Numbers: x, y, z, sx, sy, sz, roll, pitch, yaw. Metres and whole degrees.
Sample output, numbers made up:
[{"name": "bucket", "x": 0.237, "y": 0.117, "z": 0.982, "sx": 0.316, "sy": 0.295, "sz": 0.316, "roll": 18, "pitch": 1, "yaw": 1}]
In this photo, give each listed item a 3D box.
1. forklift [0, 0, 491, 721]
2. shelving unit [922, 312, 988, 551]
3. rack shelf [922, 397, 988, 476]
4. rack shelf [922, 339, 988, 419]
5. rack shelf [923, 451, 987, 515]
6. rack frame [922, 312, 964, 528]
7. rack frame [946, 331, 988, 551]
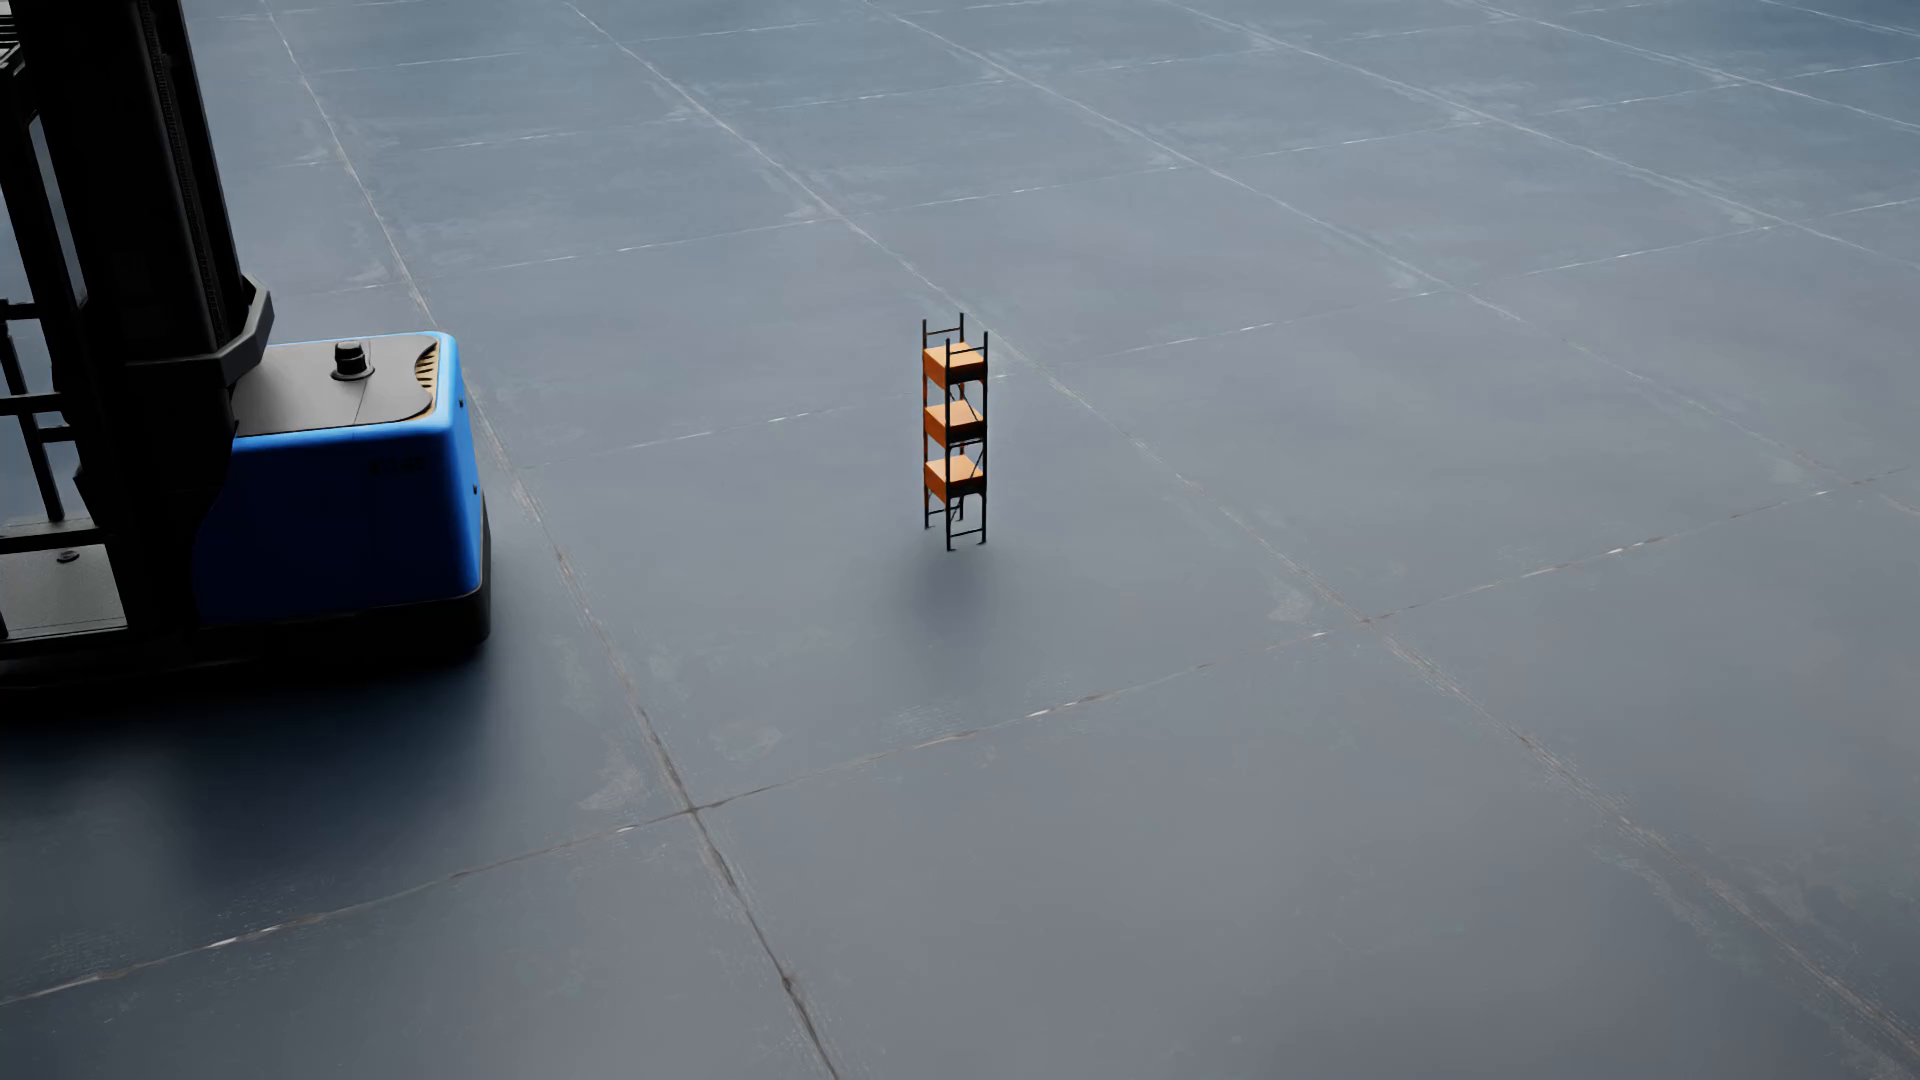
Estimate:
[{"name": "forklift", "x": -3.527, "y": -0.857, "z": 6.281, "sx": 3.031, "sy": 2.935, "sz": 1.130, "roll": -7, "pitch": 30, "yaw": -12}, {"name": "shelving unit", "x": -0.023, "y": -0.482, "z": 7.535, "sx": 0.215, "sy": 1.050, "sz": 0.252, "roll": -13, "pitch": 32, "yaw": -22}, {"name": "rack shelf", "x": -0.023, "y": -0.472, "z": 7.541, "sx": 0.215, "sy": 0.259, "sz": 0.240, "roll": -13, "pitch": 32, "yaw": -22}, {"name": "rack shelf", "x": -0.023, "y": -0.720, "z": 7.402, "sx": 0.215, "sy": 0.259, "sz": 0.240, "roll": -13, "pitch": 32, "yaw": -22}, {"name": "rack shelf", "x": -0.023, "y": -0.230, "z": 7.676, "sx": 0.215, "sy": 0.259, "sz": 0.240, "roll": -13, "pitch": 32, "yaw": -22}, {"name": "rack frame", "x": -0.075, "y": -0.535, "z": 7.631, "sx": 0.200, "sy": 1.050, "sz": 0.008, "roll": -13, "pitch": 32, "yaw": -22}, {"name": "rack frame", "x": 0.029, "y": -0.428, "z": 7.439, "sx": 0.200, "sy": 1.050, "sz": 0.008, "roll": -13, "pitch": 32, "yaw": -22}]
